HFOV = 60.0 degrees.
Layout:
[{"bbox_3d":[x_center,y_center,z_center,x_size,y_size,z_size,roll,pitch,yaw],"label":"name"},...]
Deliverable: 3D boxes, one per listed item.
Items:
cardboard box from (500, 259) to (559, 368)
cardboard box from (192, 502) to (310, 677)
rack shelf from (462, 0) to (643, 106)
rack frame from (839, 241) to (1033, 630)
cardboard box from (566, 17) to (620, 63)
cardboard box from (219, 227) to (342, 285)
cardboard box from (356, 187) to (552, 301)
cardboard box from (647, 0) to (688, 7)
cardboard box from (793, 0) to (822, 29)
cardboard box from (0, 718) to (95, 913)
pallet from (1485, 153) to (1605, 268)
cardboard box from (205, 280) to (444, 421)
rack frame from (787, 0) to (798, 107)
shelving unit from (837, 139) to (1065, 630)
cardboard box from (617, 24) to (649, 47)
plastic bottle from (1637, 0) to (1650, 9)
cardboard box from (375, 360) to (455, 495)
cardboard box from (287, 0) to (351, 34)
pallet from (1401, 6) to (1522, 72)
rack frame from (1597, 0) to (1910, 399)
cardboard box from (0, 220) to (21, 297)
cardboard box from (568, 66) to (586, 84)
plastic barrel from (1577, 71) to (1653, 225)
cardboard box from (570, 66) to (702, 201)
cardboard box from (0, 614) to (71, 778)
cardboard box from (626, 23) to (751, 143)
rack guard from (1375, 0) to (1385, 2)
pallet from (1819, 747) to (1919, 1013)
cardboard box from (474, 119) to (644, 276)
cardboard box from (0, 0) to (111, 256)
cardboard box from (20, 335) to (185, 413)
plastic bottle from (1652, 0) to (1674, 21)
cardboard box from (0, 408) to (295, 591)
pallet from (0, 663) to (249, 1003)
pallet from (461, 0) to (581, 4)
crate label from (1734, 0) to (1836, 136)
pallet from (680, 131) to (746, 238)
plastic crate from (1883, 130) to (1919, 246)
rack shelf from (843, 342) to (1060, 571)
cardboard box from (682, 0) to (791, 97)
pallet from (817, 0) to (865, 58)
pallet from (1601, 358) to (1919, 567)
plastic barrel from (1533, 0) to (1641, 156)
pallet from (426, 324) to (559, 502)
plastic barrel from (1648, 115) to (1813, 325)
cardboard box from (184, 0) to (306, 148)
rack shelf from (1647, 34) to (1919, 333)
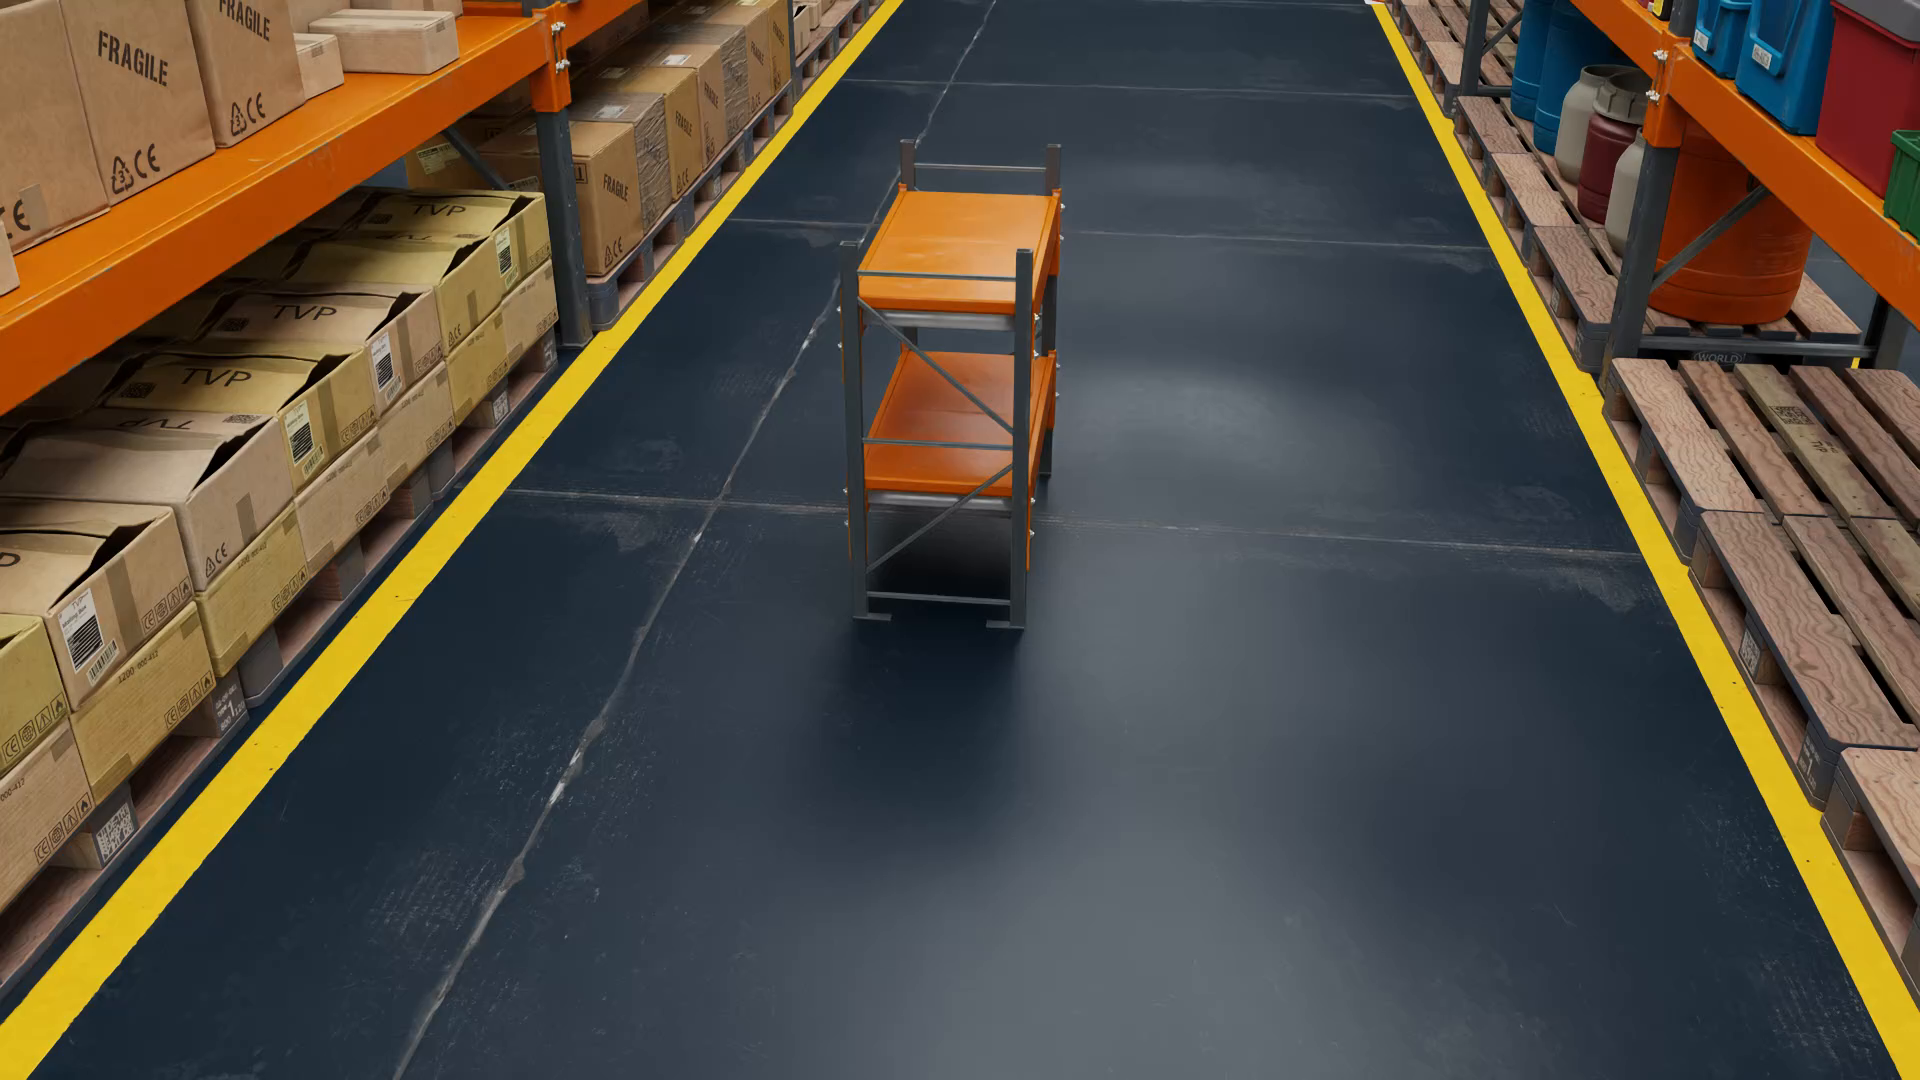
[{"bbox_3d":[-1.819,-0.852,6.126,0.500,0.250,0.500,4,29,7],"label":"cardboard box"},{"bbox_3d":[-2.066,0.109,4.342,0.500,0.250,0.500,3,28,5],"label":"cardboard box"},{"bbox_3d":[-1.751,-2.765,7.977,1.077,0.370,4.000,3,28,6],"label":"rack shelf"},{"bbox_3d":[-0.061,-0.259,4.545,0.500,1.125,0.032,3,28,6],"label":"rack frame"},{"bbox_3d":[-1.991,-2.526,8.156,0.500,0.250,0.500,3,28,5],"label":"cardboard box"},{"bbox_3d":[-2.408,-0.884,5.593,0.500,0.311,0.500,3,28,5],"label":"cardboard box"},{"bbox_3d":[-1.816,-1.100,5.995,0.500,0.311,0.500,4,29,8],"label":"cardboard box"},{"bbox_3d":[-1.807,-2.902,9.646,0.500,0.500,0.500,2,28,4],"label":"cardboard box"},{"bbox_3d":[-1.144,-3.562,11.222,0.380,0.166,0.250,3,28,6],"label":"cardboard box"},{"bbox_3d":[-2.191,0.593,3.443,0.500,0.250,0.500,3,28,5],"label":"cardboard box"},{"bbox_3d":[3.127,-1.569,7.939,1.003,0.211,1.213,3,28,6],"label":"pallet"},{"bbox_3d":[-1.938,-0.618,5.099,0.500,0.311,0.500,3,28,6],"label":"cardboard box"},{"bbox_3d":[-1.506,-4.023,9.554,1.000,3.000,0.127,3,28,6],"label":"rack frame"},{"bbox_3d":[0.001,-0.498,4.989,0.538,1.125,1.048,3,28,6],"label":"shelving unit"},{"bbox_3d":[-1.930,-2.416,8.743,0.500,0.500,0.500,4,29,7],"label":"cardboard box"},{"bbox_3d":[2.574,-2.123,6.151,0.061,0.283,0.133,3,28,6],"label":"plastic bottle"},{"bbox_3d":[-1.943,-0.373,5.236,0.500,0.250,0.500,4,29,7],"label":"cardboard box"},{"bbox_3d":[-2.298,-1.691,5.320,0.500,0.311,0.500,3,28,6],"label":"cardboard box"},{"bbox_3d":[3.608,-3.430,11.394,1.003,0.211,1.213,3,28,6],"label":"pallet"},{"bbox_3d":[2.919,-1.850,5.522,1.000,3.000,0.127,3,28,6],"label":"rack frame"},{"bbox_3d":[-2.175,-0.552,3.376,0.380,0.149,0.250,3,28,6],"label":"cardboard box"},{"bbox_3d":[-2.051,-1.931,7.842,0.500,0.500,0.500,2,28,4],"label":"cardboard box"},{"bbox_3d":[3.101,-1.736,7.410,0.600,0.588,0.708,3,28,6],"label":"plastic barrel"},{"bbox_3d":[-1.532,-1.913,7.810,0.500,0.500,0.500,3,28,6],"label":"cardboard box"},{"bbox_3d":[-2.188,0.342,3.318,0.500,0.311,0.500,3,29,6],"label":"cardboard box"},{"bbox_3d":[-1.413,-2.399,8.712,0.500,0.500,0.500,4,29,7],"label":"cardboard box"},{"bbox_3d":[3.890,-4.528,13.127,1.175,0.500,0.348,3,28,6],"label":"rack guard"},{"bbox_3d":[2.487,0.888,3.379,1.003,0.211,1.213,3,28,6],"label":"pallet"},{"bbox_3d":[-1.657,-1.431,6.915,0.500,0.500,0.500,5,29,8],"label":"cardboard box"},{"bbox_3d":[-2.311,-0.910,3.670,0.500,0.500,0.500,5,29,10],"label":"cardboard box"},{"bbox_3d":[-2.535,-0.402,4.698,0.500,0.311,0.500,3,28,6],"label":"cardboard box"},{"bbox_3d":[2.546,-2.014,5.949,0.061,0.283,0.133,3,28,6],"label":"plastic bottle"},{"bbox_3d":[-2.060,-0.137,4.207,0.500,0.311,0.500,2,28,5],"label":"cardboard box"},{"bbox_3d":[-2.435,0.622,3.874,1.003,0.211,1.213,3,28,6],"label":"pallet"},{"bbox_3d":[-1.983,-2.379,6.705,1.213,0.211,1.003,3,28,6],"label":"pallet"},{"bbox_3d":[2.529,-1.414,4.674,0.502,0.435,0.616,3,28,6],"label":"crate label"},{"bbox_3d":[-1.715,-1.834,8.432,1.003,0.211,1.213,3,28,6],"label":"pallet"},{"bbox_3d":[2.362,-0.710,3.629,0.450,0.188,0.662,3,28,6],"label":"plastic crate"},{"bbox_3d":[0.001,-0.283,5.105,0.538,0.278,1.000,3,28,6],"label":"rack shelf"},{"bbox_3d":[-1.282,-2.867,9.581,0.500,0.500,0.500,3,28,6],"label":"cardboard box"},{"bbox_3d":[-1.274,-3.694,11.885,1.003,0.211,1.213,3,28,6],"label":"pallet"},{"bbox_3d":[2.786,-0.260,5.510,1.003,0.211,1.213,3,28,6],"label":"pallet"},{"bbox_3d":[3.239,-2.406,8.323,0.600,0.901,0.708,3,28,6],"label":"plastic barrel"},{"bbox_3d":[-2.136,-0.527,6.006,1.003,0.211,1.213,3,28,6],"label":"pallet"},{"bbox_3d":[2.962,-1.311,6.366,0.600,0.830,0.708,3,28,6],"label":"plastic barrel"},{"bbox_3d":[-2.186,-1.393,4.568,0.500,0.500,0.500,2,28,3],"label":"cardboard box"},{"bbox_3d":[2.674,-0.592,3.945,1.077,0.370,4.000,3,28,6],"label":"rack shelf"}]
